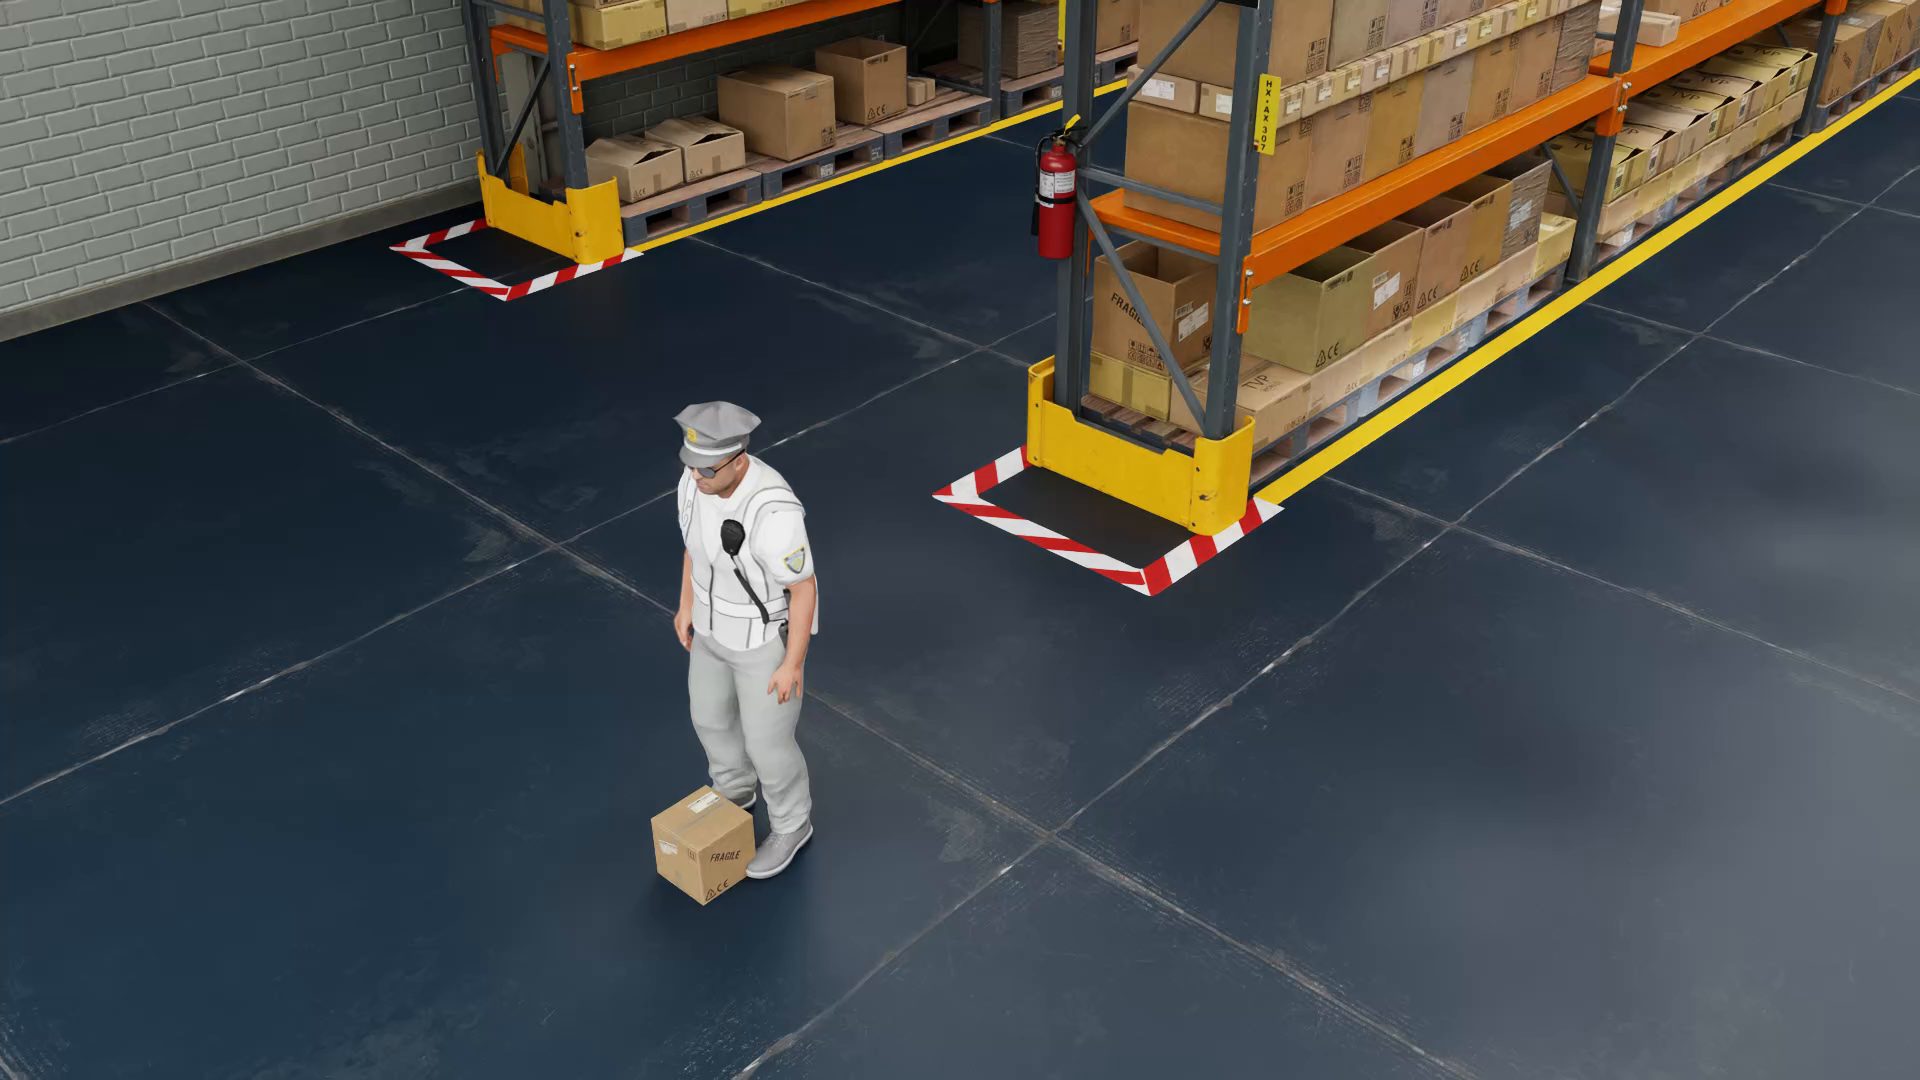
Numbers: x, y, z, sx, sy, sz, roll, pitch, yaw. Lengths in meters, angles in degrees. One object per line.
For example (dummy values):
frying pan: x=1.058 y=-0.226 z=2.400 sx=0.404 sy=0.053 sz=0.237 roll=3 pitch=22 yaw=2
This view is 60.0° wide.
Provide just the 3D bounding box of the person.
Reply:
person: x=-0.715 y=0.313 z=5.609 sx=0.589 sy=1.747 sz=0.433 roll=23 pitch=38 yaw=33
